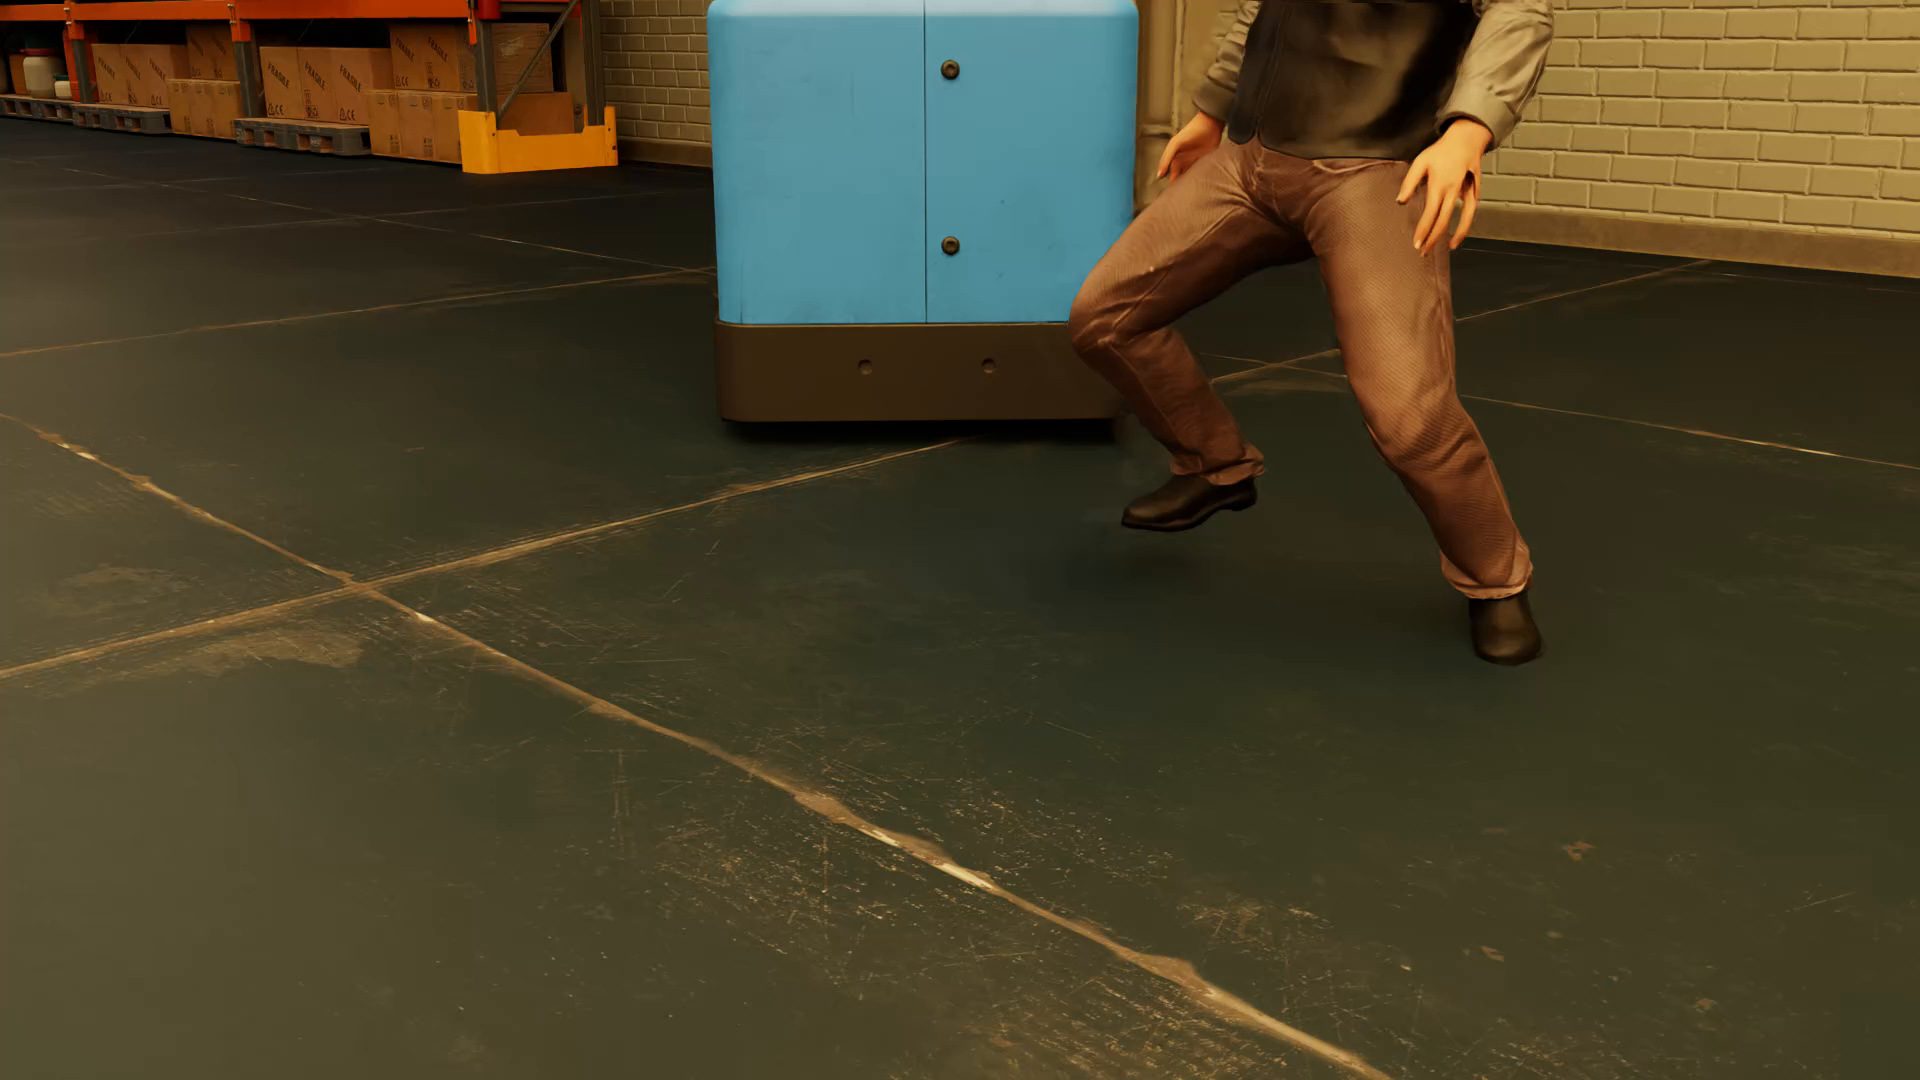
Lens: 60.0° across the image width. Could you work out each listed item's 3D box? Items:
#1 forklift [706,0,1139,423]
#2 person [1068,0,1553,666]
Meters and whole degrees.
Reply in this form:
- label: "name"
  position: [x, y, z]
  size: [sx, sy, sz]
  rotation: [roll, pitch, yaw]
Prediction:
- label: "forklift"
  position: [-0.144, -2.071, 5.138]
  size: [1.130, 2.935, 3.031]
  rotation: [-1, 17, -2]
- label: "person"
  position: [0.623, -0.636, 2.792]
  size: [0.636, 1.607, 0.927]
  rotation: [-8, 19, -24]
